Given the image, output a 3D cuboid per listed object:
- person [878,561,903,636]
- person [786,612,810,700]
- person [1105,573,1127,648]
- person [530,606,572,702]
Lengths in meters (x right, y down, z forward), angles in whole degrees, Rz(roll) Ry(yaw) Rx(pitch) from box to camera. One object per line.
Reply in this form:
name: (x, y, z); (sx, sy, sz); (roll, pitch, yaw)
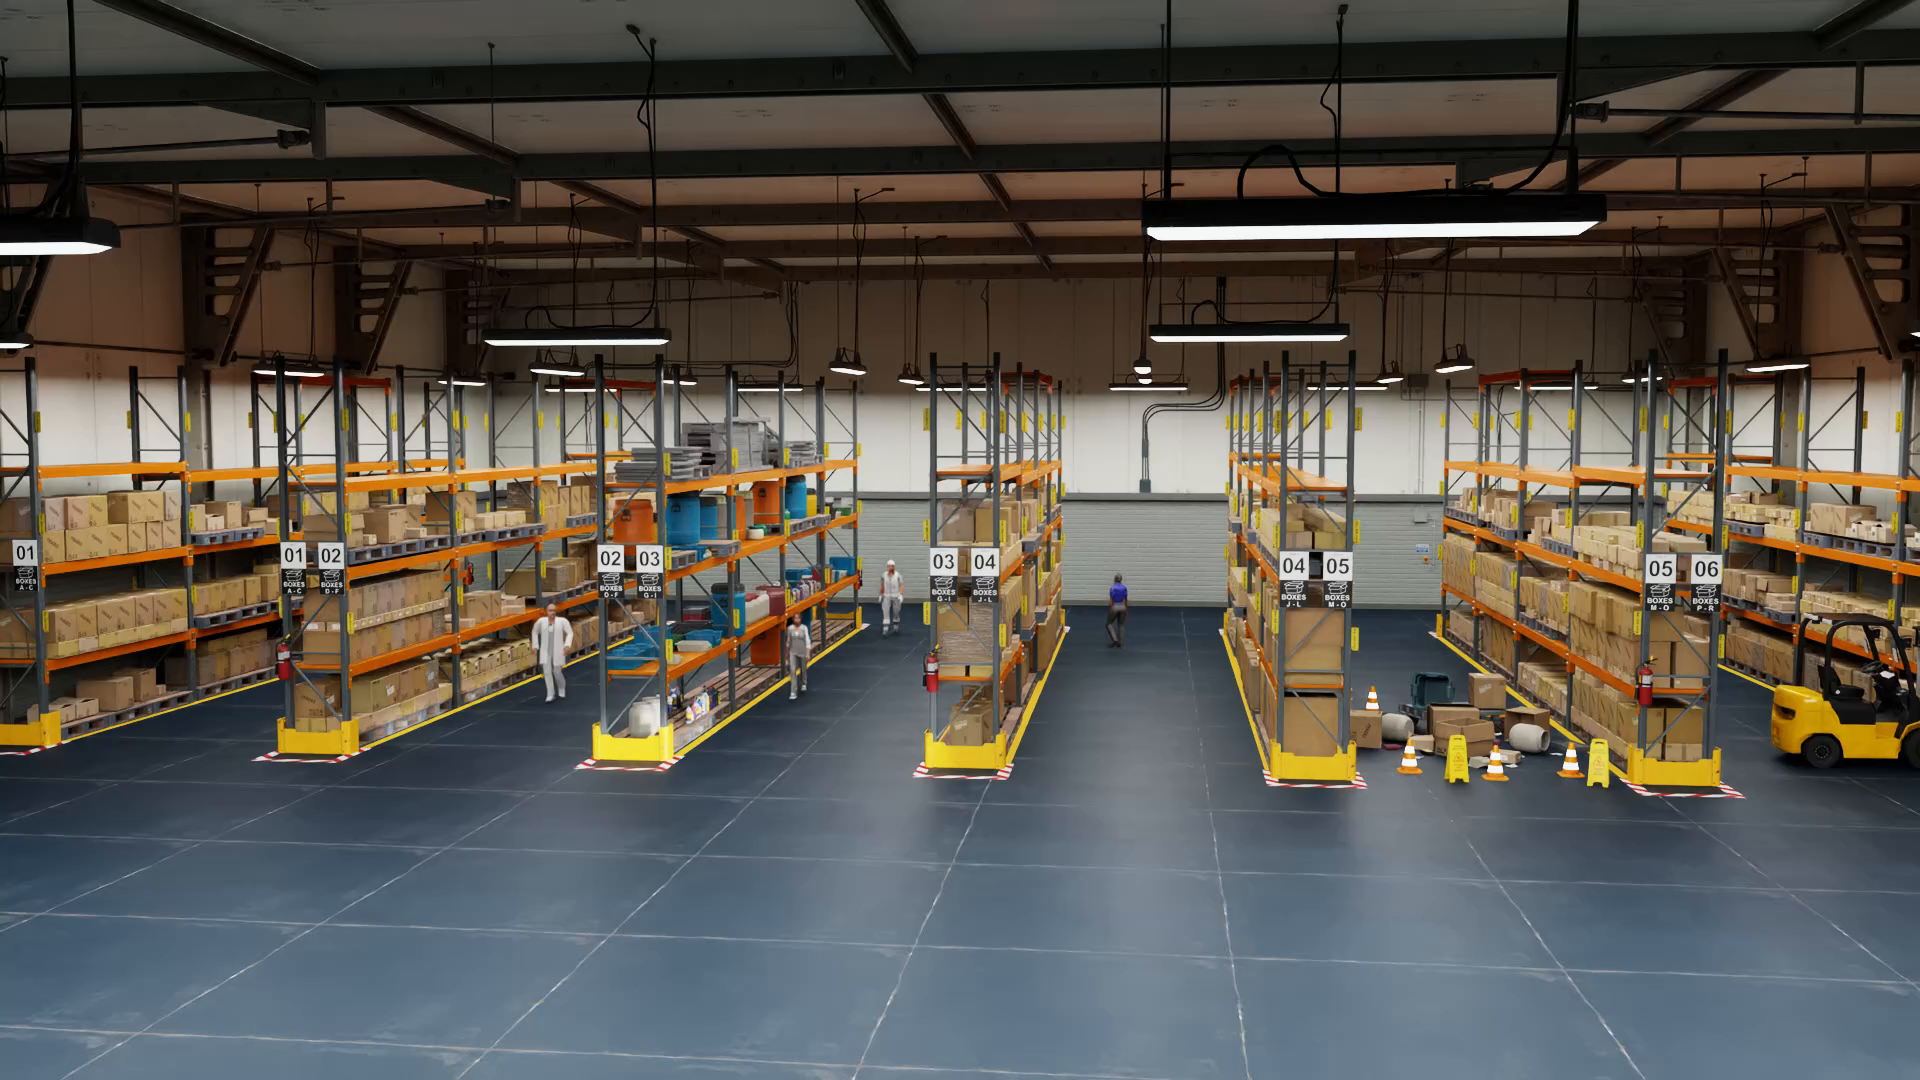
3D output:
person: (-1.640, 1.357, 39.054); (0.633, 1.727, 1.092); (1, 4, 8)
person: (-2.946, 2.087, 30.229); (0.464, 1.516, 0.969); (0, 4, 0)
person: (3.490, 1.568, 36.857); (0.513, 1.658, 0.422); (-2, 5, -29)
person: (-7.354, 2.027, 29.929); (0.711, 1.725, 0.655); (0, 4, -1)
